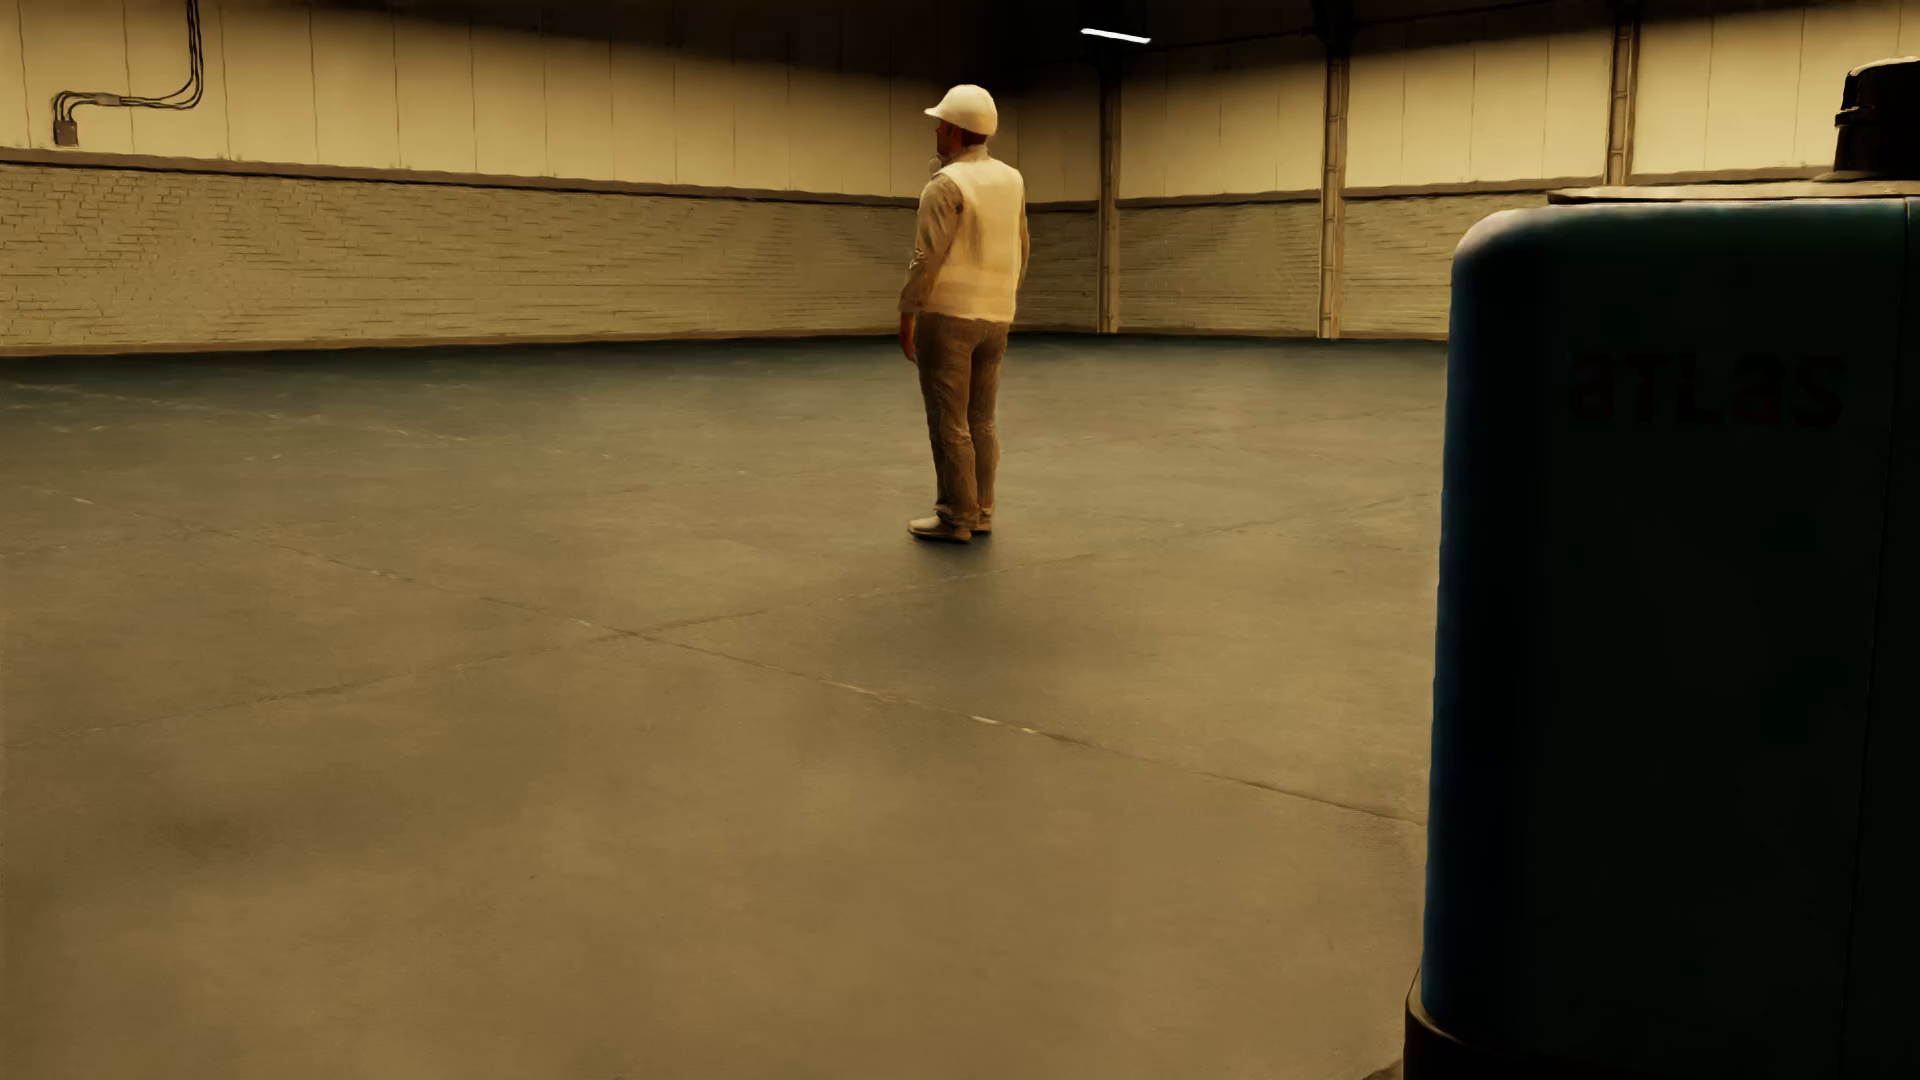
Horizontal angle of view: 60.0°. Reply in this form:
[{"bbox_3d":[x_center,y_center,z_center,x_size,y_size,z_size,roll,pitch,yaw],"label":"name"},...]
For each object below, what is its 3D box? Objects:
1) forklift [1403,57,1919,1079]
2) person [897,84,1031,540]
[{"bbox_3d":[1.998,-0.658,1.245,3.031,2.935,1.130,4,9,24],"label":"forklift"},{"bbox_3d":[-0.041,-0.892,6.634,0.563,1.773,0.632,8,12,43],"label":"person"}]
